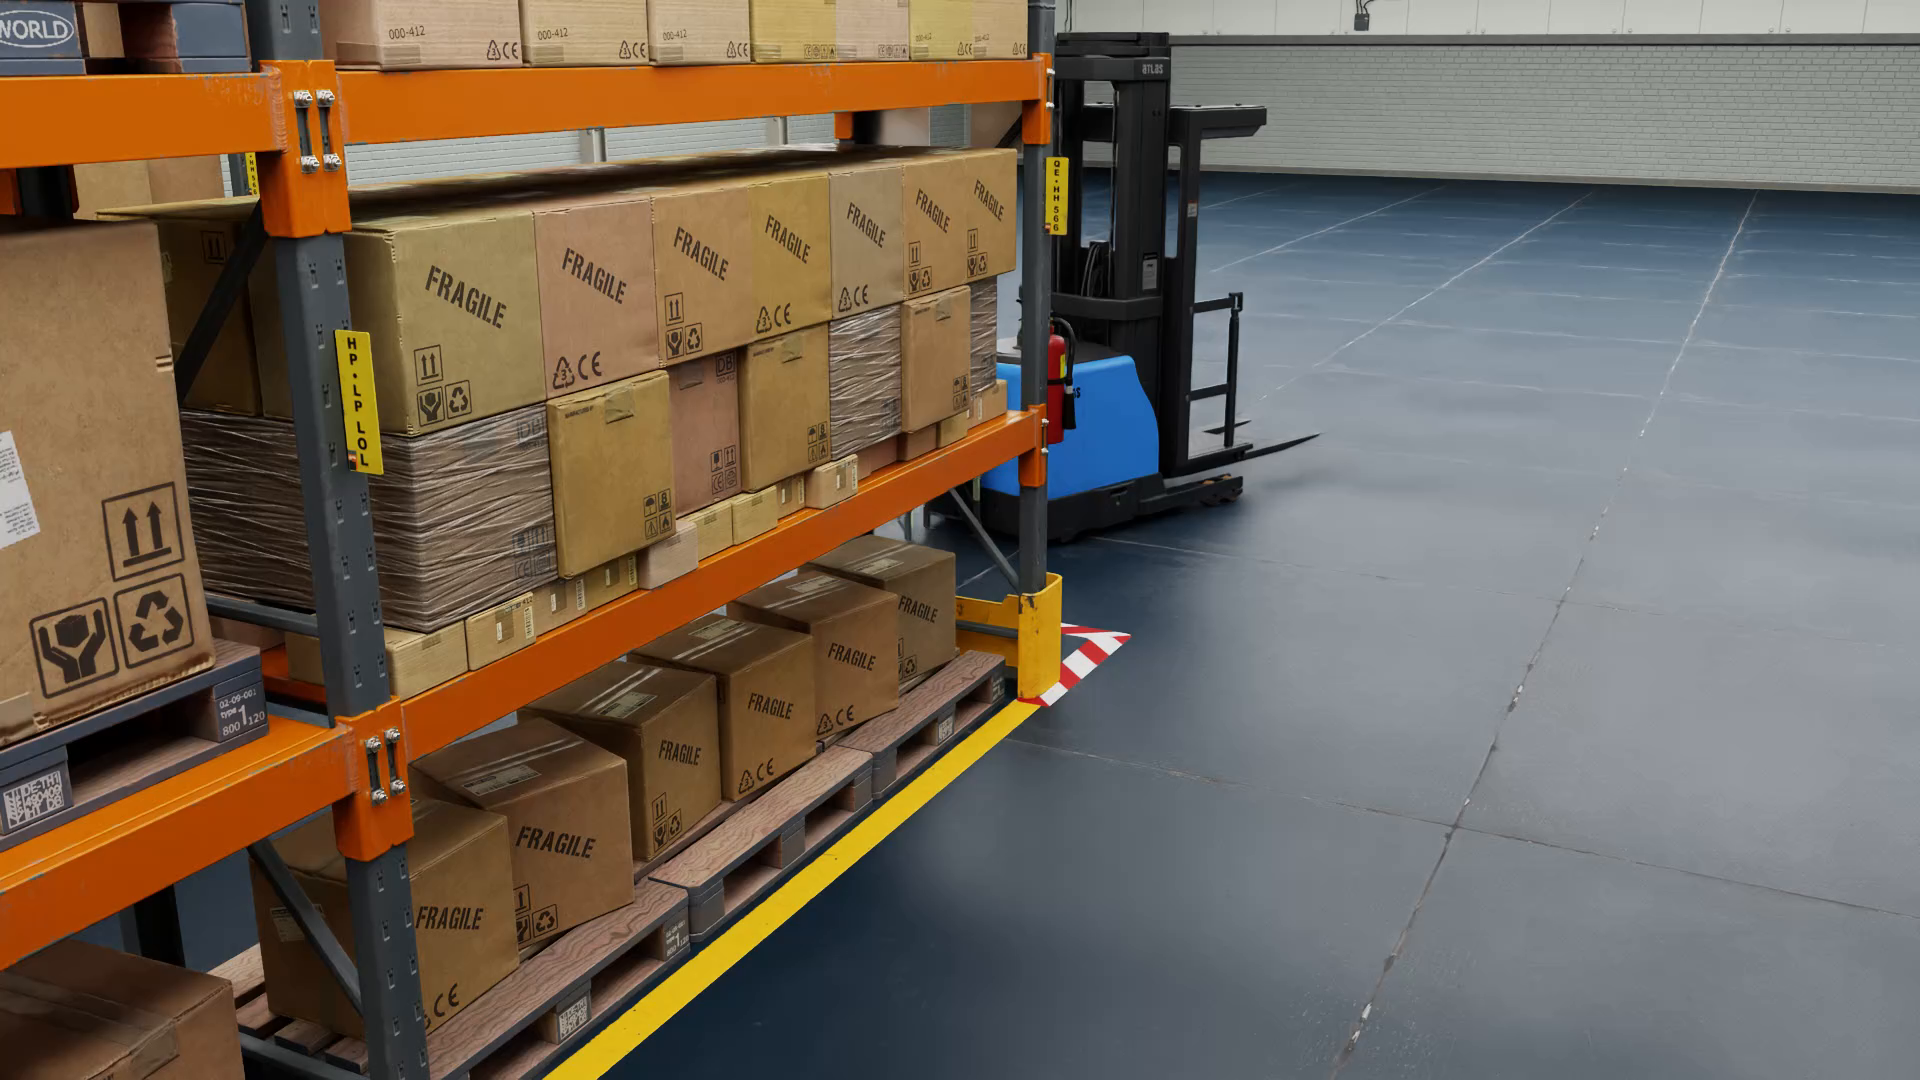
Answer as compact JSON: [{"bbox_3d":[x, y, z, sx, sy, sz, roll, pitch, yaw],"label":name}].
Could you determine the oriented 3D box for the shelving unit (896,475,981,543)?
[{"bbox_3d":[-0.249,-0.672,9.651,0.431,1.500,0.755,10,19,31],"label":"shelving unit"}]

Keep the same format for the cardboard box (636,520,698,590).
[{"bbox_3d":[-1.033,0.026,5.111,0.380,0.149,0.250,8,18,25],"label":"cardboard box"}]

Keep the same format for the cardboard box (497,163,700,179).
[{"bbox_3d":[-1.232,-1.027,5.759,0.500,0.500,0.500,8,18,25],"label":"cardboard box"}]

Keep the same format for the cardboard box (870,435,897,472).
[{"bbox_3d":[-0.467,-0.371,6.447,0.380,0.149,0.250,8,18,25],"label":"cardboard box"}]

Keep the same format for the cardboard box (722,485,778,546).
[{"bbox_3d":[-0.836,-0.106,5.553,0.380,0.149,0.250,8,18,25],"label":"cardboard box"}]

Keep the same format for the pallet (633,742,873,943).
[{"bbox_3d":[-1.047,1.024,6.207,1.003,0.211,1.213,8,18,25],"label":"pallet"}]

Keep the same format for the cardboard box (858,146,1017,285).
[{"bbox_3d":[-0.097,-1.343,6.823,0.500,0.500,0.500,8,18,25],"label":"cardboard box"}]

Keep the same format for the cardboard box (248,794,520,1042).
[{"bbox_3d":[-1.645,1.074,4.791,0.500,0.500,0.500,7,18,24],"label":"cardboard box"}]

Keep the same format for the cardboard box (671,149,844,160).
[{"bbox_3d":[-0.792,-1.282,6.620,0.500,0.500,0.500,8,18,25],"label":"cardboard box"}]

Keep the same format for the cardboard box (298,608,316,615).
[{"bbox_3d":[-1.906,0.140,4.726,0.380,0.149,0.250,8,18,25],"label":"cardboard box"}]

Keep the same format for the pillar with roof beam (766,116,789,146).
[{"bbox_3d":[0.078,-11.115,31.640,9.100,9.000,0.400,8,18,25],"label":"pillar with roof beam"}]

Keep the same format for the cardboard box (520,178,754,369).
[{"bbox_3d":[-0.985,-0.833,5.105,0.500,0.500,0.500,8,18,25],"label":"cardboard box"}]

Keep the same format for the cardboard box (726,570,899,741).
[{"bbox_3d":[-0.603,0.466,6.840,0.500,0.500,0.500,14,22,40],"label":"cardboard box"}]

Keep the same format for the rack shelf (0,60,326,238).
[{"bbox_3d":[-2.753,-0.409,2.129,1.077,0.370,4.000,8,18,25],"label":"rack shelf"}]

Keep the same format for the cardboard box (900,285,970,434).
[{"bbox_3d":[-0.459,-0.756,6.603,0.875,0.500,0.500,8,18,25],"label":"cardboard box"}]

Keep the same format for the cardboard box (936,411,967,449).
[{"bbox_3d":[-0.193,-0.491,6.852,0.380,0.149,0.250,8,18,25],"label":"cardboard box"}]

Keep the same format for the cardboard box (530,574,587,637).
[{"bbox_3d":[-1.284,0.149,4.696,0.380,0.149,0.250,8,18,25],"label":"cardboard box"}]

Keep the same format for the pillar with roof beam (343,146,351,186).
[{"bbox_3d":[-5.284,-8.058,21.349,9.100,9.000,0.400,8,18,25],"label":"pillar with roof beam"}]

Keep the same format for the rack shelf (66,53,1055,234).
[{"bbox_3d":[-0.966,-1.428,5.560,1.077,0.370,4.000,8,18,25],"label":"rack shelf"}]

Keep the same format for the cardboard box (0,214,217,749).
[{"bbox_3d":[-2.340,-0.130,3.403,1.000,1.000,1.000,8,18,26],"label":"cardboard box"}]

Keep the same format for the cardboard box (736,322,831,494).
[{"bbox_3d":[-0.955,-0.508,5.769,0.875,0.500,0.500,8,18,25],"label":"cardboard box"}]

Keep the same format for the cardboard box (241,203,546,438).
[{"bbox_3d":[-1.431,-0.578,4.247,0.500,0.500,0.500,8,18,25],"label":"cardboard box"}]

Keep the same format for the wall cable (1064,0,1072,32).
[{"bbox_3d":[1.407,-12.284,41.032,3.097,2.526,0.112,8,18,25],"label":"wall cable"}]

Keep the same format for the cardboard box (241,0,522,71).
[{"bbox_3d":[-1.429,-1.274,4.040,0.500,0.250,0.500,7,18,23],"label":"cardboard box"}]

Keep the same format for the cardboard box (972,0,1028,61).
[{"bbox_3d":[-0.060,-2.055,6.672,0.500,0.250,0.500,9,19,27],"label":"cardboard box"}]

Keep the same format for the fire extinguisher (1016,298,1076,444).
[{"bbox_3d":[0.391,-0.778,7.511,0.296,0.674,0.183,8,18,25],"label":"fire extinguisher"}]

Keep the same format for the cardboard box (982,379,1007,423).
[{"bbox_3d":[-0.015,-0.625,7.302,0.380,0.149,0.250,8,18,25],"label":"cardboard box"}]

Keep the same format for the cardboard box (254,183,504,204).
[{"bbox_3d":[-1.683,-0.773,4.903,0.500,0.500,0.500,8,18,25],"label":"cardboard box"}]

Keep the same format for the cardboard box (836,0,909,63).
[{"bbox_3d":[-0.518,-1.798,5.806,0.500,0.250,0.500,9,19,27],"label":"cardboard box"}]

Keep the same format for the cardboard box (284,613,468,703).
[{"bbox_3d":[-1.495,0.278,4.261,0.380,0.149,0.250,8,18,25],"label":"cardboard box"}]

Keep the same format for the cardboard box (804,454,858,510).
[{"bbox_3d":[-0.591,-0.230,5.971,0.380,0.149,0.250,8,18,25],"label":"cardboard box"}]

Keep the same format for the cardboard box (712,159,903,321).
[{"bbox_3d":[-0.541,-1.088,5.964,0.500,0.500,0.500,8,18,25],"label":"cardboard box"}]

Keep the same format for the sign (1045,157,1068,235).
[{"bbox_3d":[0.415,-1.475,7.135,0.100,0.325,0.005,8,18,25],"label":"sign"}]

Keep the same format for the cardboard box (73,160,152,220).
[{"bbox_3d":[-4.828,-1.849,8.823,0.875,0.550,0.550,8,18,25],"label":"cardboard box"}]

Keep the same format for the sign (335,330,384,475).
[{"bbox_3d":[-1.362,-0.311,3.770,0.100,0.325,0.005,8,18,25],"label":"sign"}]

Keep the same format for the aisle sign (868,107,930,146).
[{"bbox_3d":[-0.313,-2.145,7.411,0.394,0.787,0.004,8,18,25],"label":"aisle sign"}]

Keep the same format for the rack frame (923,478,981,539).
[{"bbox_3d":[-0.051,-0.759,9.946,0.400,1.500,0.023,10,19,31],"label":"rack frame"}]

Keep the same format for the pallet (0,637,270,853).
[{"bbox_3d":[-2.331,0.442,3.603,1.003,0.211,1.213,8,18,25],"label":"pallet"}]

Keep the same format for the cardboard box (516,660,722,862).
[{"bbox_3d":[-1.189,0.759,5.852,0.500,0.500,0.500,6,18,20],"label":"cardboard box"}]

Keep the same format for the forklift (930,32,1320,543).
[{"bbox_3d":[1.217,-1.721,10.671,3.031,2.935,1.130,-15,22,-41],"label":"forklift"}]

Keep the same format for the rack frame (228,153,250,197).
[{"bbox_3d":[-4.464,-1.501,9.811,1.000,3.000,0.127,8,18,25],"label":"rack frame"}]

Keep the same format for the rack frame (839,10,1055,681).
[{"bbox_3d":[-0.072,-0.845,7.600,1.000,3.000,0.127,8,18,25],"label":"rack frame"}]

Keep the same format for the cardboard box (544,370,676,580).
[{"bbox_3d":[-1.348,-0.246,4.886,0.875,0.500,0.500,8,18,25],"label":"cardboard box"}]

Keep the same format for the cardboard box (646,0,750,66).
[{"bbox_3d":[-0.966,-1.534,4.917,0.500,0.250,0.500,7,18,23],"label":"cardboard box"}]
